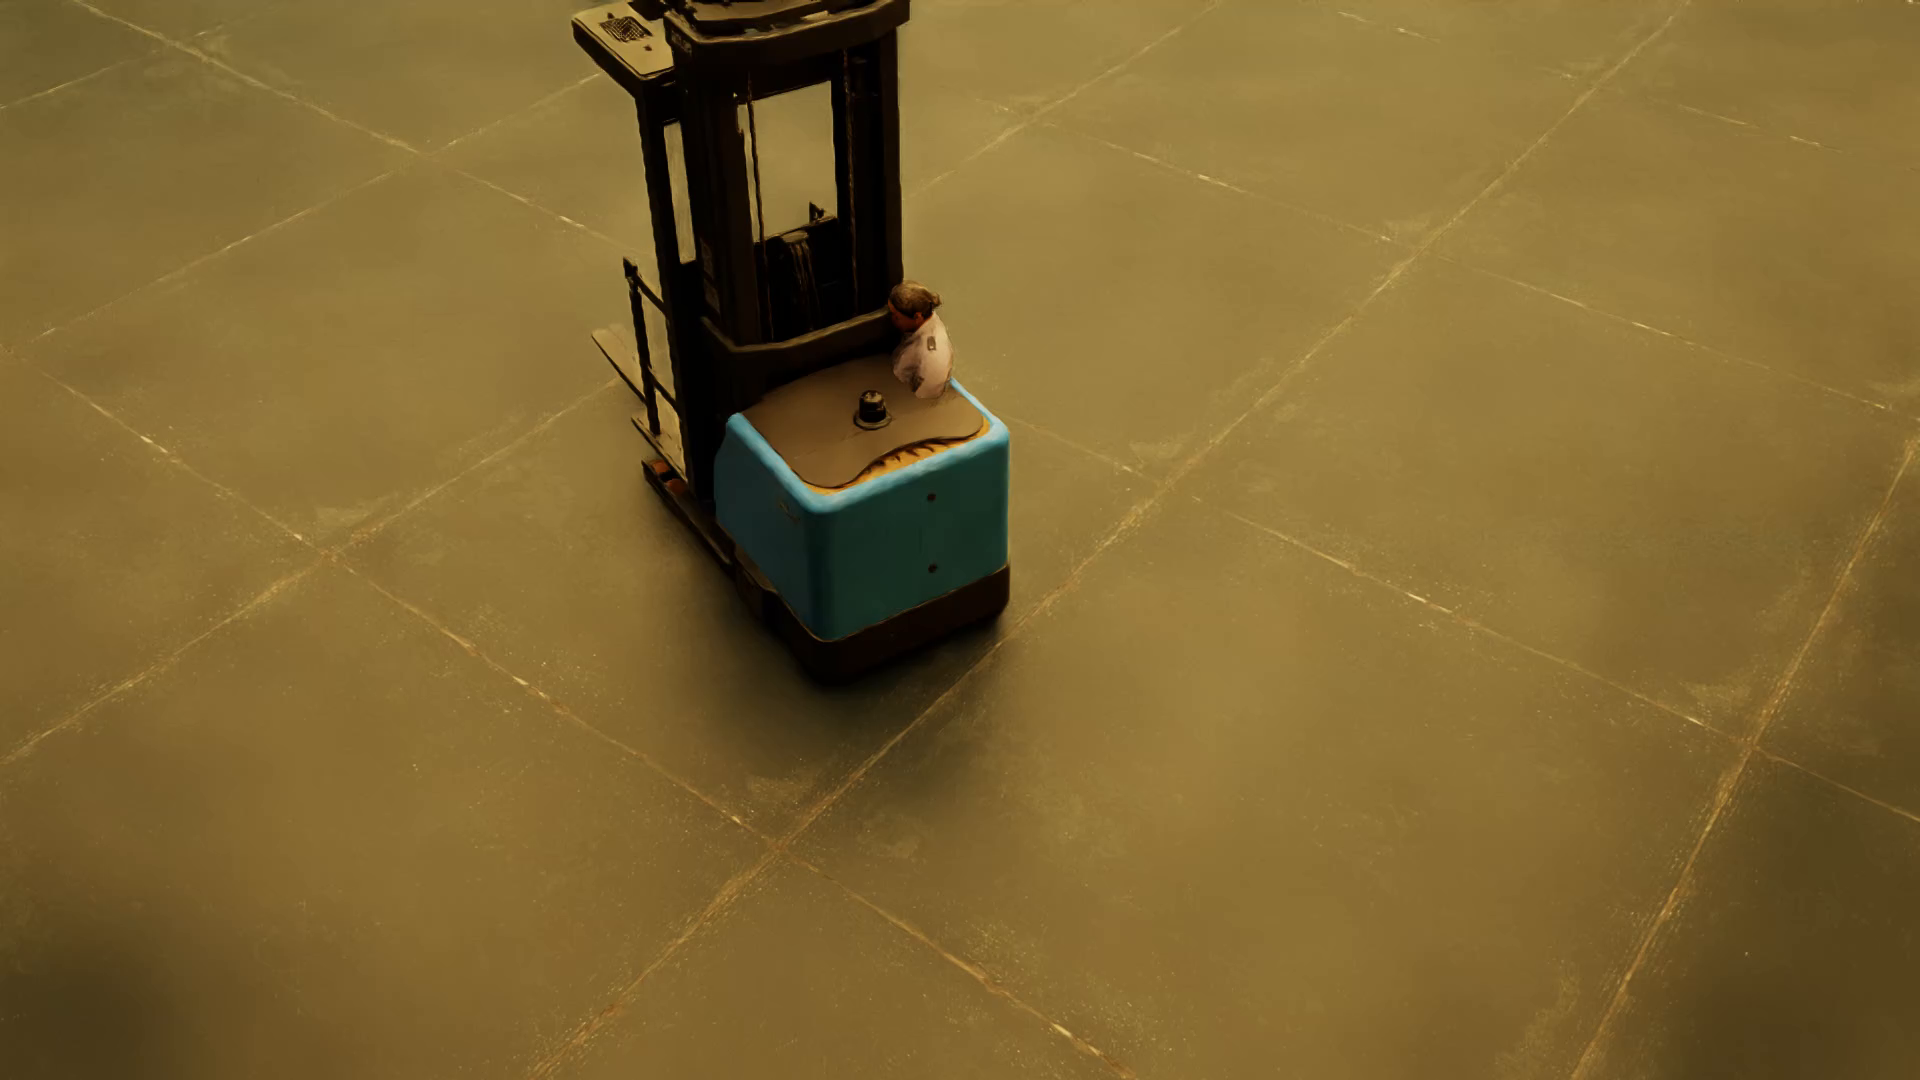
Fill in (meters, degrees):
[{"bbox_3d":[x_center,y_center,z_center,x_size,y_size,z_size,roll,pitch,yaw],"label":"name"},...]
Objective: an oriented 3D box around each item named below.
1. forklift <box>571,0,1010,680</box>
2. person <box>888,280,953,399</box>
[{"bbox_3d":[-0.982,-1.415,7.734,1.130,2.935,3.031,-23,45,-24],"label":"forklift"},{"bbox_3d":[-0.382,-0.609,7.813,0.811,1.436,0.742,-5,41,-6],"label":"person"}]
